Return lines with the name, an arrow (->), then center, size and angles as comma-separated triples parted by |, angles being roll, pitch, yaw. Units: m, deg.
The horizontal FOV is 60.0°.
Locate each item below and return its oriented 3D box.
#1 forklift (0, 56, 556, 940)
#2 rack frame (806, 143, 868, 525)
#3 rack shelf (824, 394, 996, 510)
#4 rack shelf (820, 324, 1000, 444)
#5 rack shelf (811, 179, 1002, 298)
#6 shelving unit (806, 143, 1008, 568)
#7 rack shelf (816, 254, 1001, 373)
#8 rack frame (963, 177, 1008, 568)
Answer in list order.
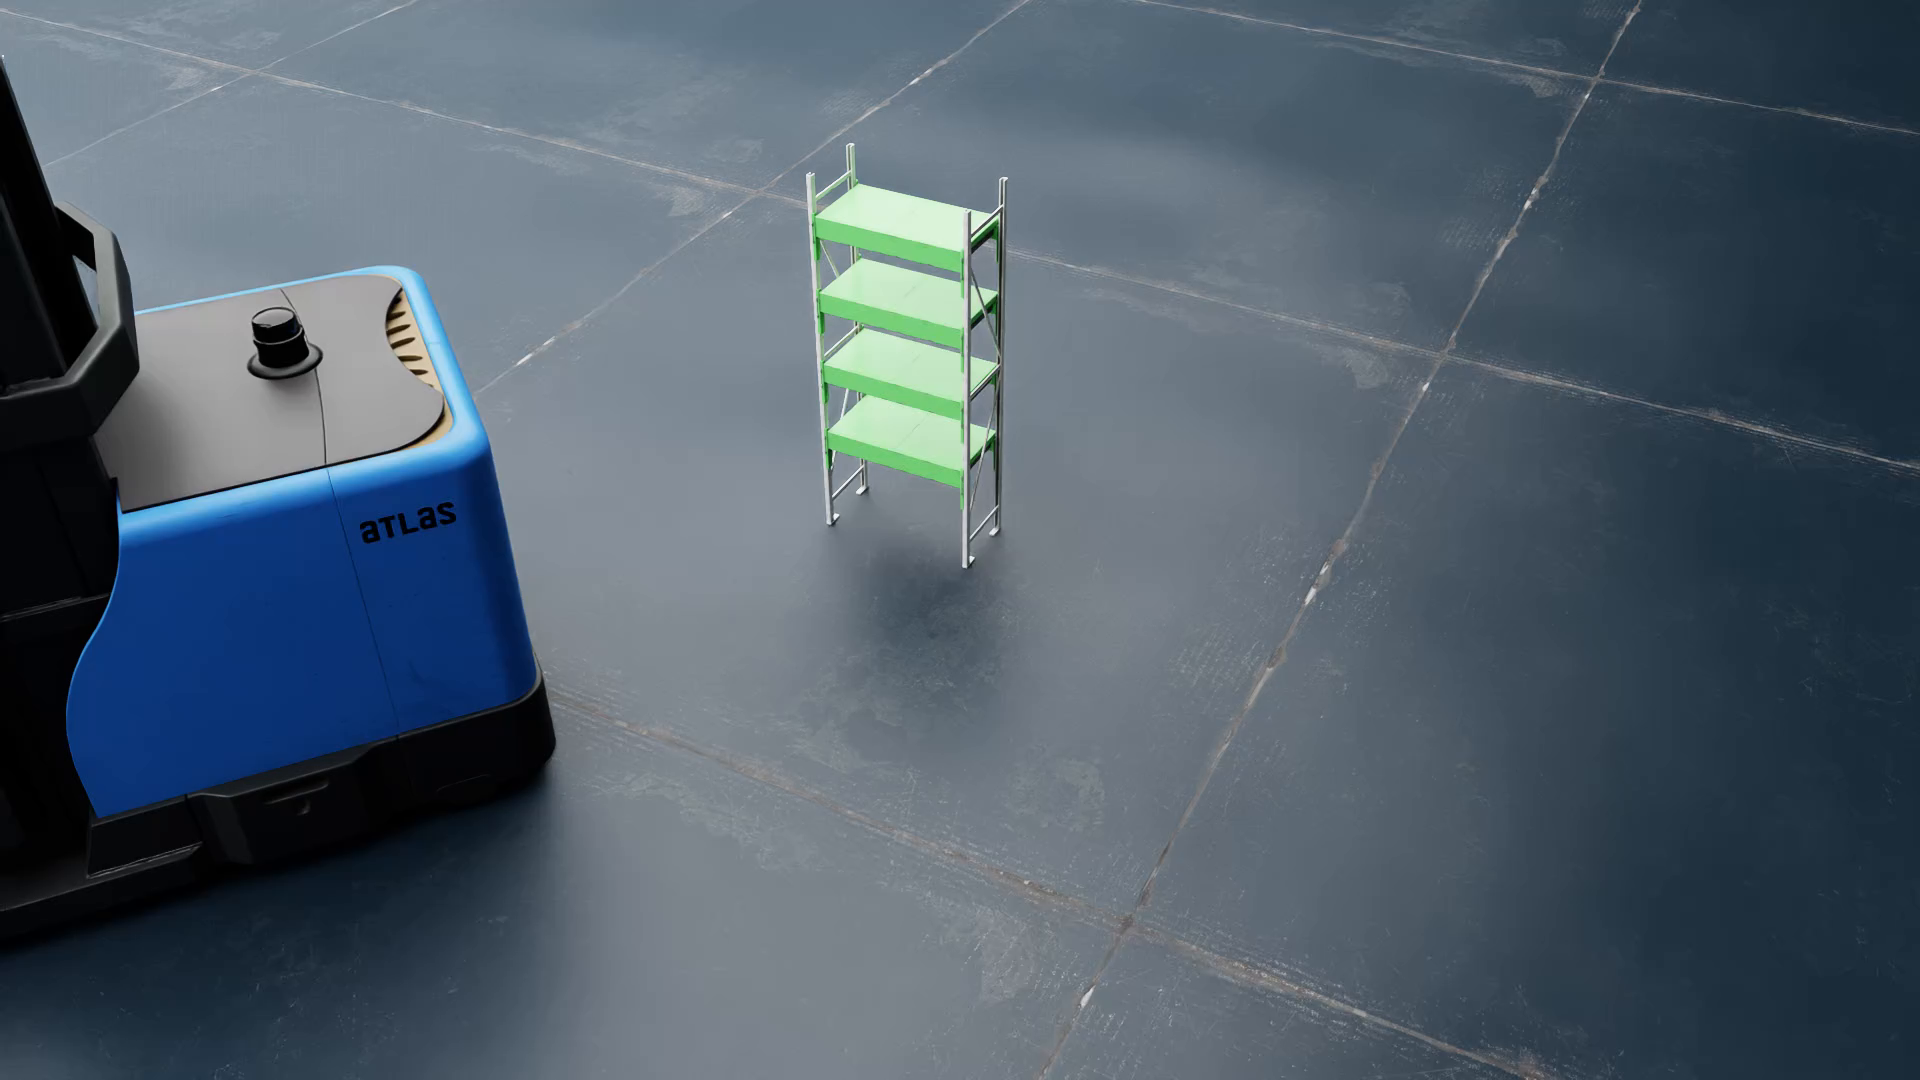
forklift -> -2.634, -0.438, 3.403 | 3.031, 2.935, 1.130 | -15, 40, -19
rack frame -> -0.364, -0.592, 5.037 | 0.015, 1.200, 0.240 | 17, 41, 21
rack shelf -> -0.147, -0.282, 5.132 | 0.480, 0.148, 0.258 | 17, 41, 21
rack shelf -> -0.147, -0.473, 4.986 | 0.480, 0.148, 0.258 | 17, 41, 21
rack shelf -> -0.147, -0.855, 4.696 | 0.480, 0.148, 0.258 | 17, 41, 21
shelving unit -> -0.147, -0.524, 4.948 | 0.503, 1.200, 0.258 | 17, 41, 21
rack shelf -> -0.147, -0.664, 4.841 | 0.480, 0.148, 0.258 | 17, 41, 21
rack frame -> 0.070, -0.456, 4.858 | 0.015, 1.200, 0.240 | 17, 41, 21
